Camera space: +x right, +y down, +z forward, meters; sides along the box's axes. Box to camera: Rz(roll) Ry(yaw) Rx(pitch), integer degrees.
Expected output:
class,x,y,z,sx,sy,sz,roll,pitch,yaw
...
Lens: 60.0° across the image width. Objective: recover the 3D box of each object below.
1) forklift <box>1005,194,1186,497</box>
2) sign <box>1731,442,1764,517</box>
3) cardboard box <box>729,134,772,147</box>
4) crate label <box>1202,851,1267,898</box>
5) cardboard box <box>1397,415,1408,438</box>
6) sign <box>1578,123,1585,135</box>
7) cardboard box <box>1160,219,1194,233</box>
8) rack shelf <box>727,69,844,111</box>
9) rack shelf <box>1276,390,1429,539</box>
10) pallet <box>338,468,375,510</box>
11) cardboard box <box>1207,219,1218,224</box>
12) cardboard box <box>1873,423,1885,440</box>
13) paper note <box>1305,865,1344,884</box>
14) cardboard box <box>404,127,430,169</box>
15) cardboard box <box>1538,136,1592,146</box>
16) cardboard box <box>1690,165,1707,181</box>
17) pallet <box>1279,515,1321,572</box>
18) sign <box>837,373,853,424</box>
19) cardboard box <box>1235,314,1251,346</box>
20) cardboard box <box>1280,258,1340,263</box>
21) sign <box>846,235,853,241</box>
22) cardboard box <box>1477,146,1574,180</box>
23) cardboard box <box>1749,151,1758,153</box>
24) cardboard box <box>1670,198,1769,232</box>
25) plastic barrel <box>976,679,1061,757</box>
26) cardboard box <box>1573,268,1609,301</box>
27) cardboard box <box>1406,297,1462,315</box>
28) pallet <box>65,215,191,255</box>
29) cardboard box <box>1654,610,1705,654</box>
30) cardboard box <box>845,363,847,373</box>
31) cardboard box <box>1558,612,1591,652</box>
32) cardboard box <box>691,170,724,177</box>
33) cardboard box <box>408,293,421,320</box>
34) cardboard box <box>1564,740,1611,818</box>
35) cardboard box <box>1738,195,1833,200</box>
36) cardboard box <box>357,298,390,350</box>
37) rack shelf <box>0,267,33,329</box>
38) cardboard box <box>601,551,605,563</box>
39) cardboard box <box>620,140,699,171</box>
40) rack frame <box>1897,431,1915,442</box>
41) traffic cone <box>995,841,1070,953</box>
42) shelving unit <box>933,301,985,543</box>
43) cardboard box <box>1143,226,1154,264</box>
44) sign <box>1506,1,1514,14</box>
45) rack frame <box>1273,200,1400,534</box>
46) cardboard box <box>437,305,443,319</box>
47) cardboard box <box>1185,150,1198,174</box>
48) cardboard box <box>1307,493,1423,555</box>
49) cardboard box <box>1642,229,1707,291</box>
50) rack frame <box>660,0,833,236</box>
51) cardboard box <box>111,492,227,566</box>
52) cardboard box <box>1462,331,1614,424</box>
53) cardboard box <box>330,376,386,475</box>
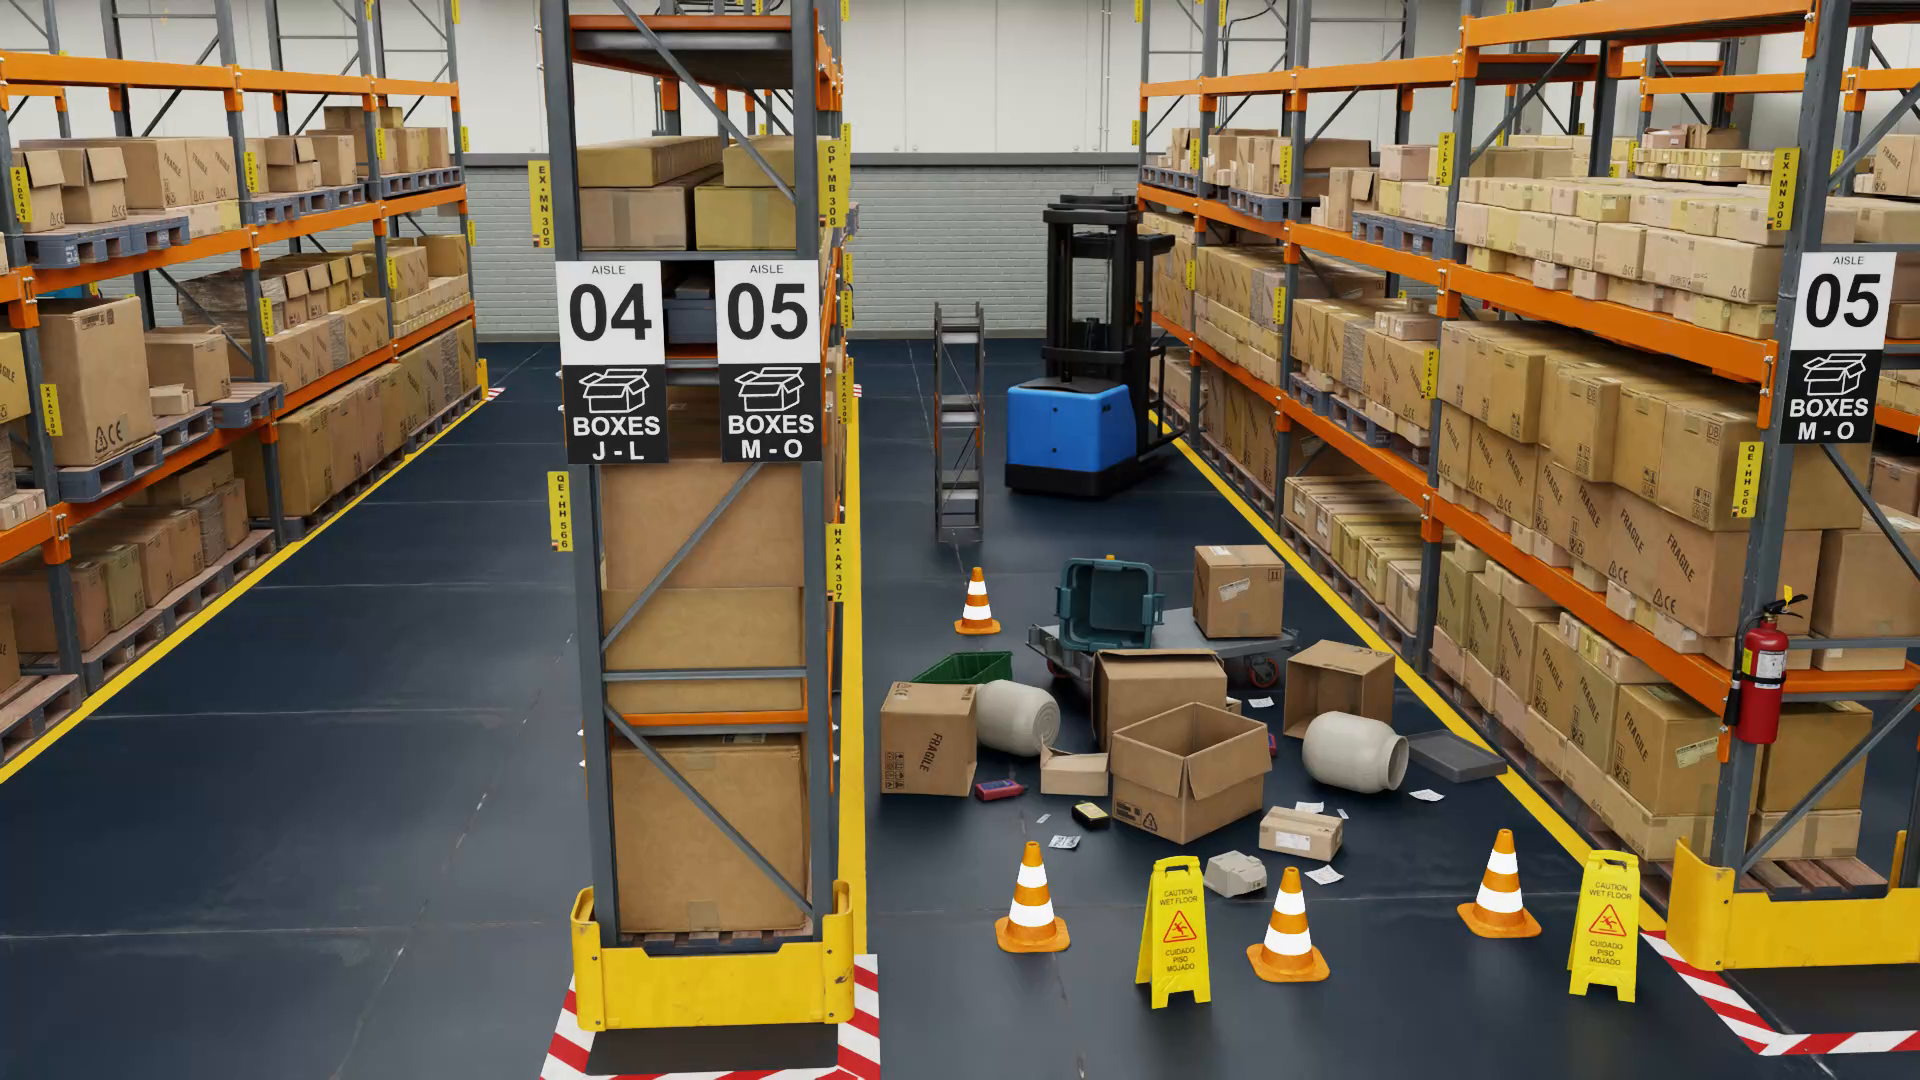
class,x,y,z,sx,sy,sz,roll,pitch,yaw
forklift,1.585,-2.168,17.571,1.130,2.935,3.031,7,16,27
sign,3.334,-0.255,7.038,0.100,0.325,0.005,-1,14,-3
cardboard box,-1.826,-3.401,14.468,0.396,0.266,0.258,-1,14,-3
crate label,1.377,1.662,8.292,0.250,0.136,0.298,-9,17,-32
cardboard box,3.335,-0.810,11.818,0.380,0.149,0.250,-1,14,-5
sign,8.407,-5.486,22.533,0.100,0.325,0.005,-1,14,-3
cardboard box,2.697,-3.891,20.622,0.380,0.149,0.250,-1,14,-5
rack shelf,-1.665,-4.293,15.899,1.077,0.370,4.000,-1,14,-3
rack shelf,3.517,-0.688,13.125,1.077,0.370,4.000,-1,14,-3
pallet,-6.544,-0.530,16.664,1.003,0.211,1.213,-1,14,-3
cardboard box,3.251,-3.902,20.664,0.380,0.149,0.250,0,14,-2
cardboard box,8.626,-1.053,15.971,0.380,0.149,0.250,0,14,-1
paper note,1.843,1.689,8.400,0.148,0.019,0.142,-6,16,-23
cardboard box,-6.993,-4.853,20.605,0.700,0.500,0.500,-1,14,-5
cardboard box,7.686,-5.002,21.127,0.500,0.250,0.500,-1,14,-4
cardboard box,7.793,-3.791,17.183,0.380,0.149,0.250,-1,14,-2
pallet,3.440,0.011,14.561,1.003,0.211,1.213,-1,14,-3
sign,-0.739,-0.904,10.625,0.100,0.325,0.005,-1,14,-3
cardboard box,3.022,-2.074,16.367,0.500,0.250,0.500,-1,14,-5
cardboard box,3.522,-2.571,16.791,0.500,0.500,0.500,-1,14,-3
sign,-1.482,-4.139,22.137,0.100,0.325,0.005,-1,14,-3
cardboard box,3.964,-2.640,11.703,0.500,0.250,0.500,-1,14,-5
cardboard box,8.263,-3.938,17.157,0.380,0.149,0.250,-1,14,-3
cardboard box,3.597,-1.533,7.849,0.380,0.149,0.250,-1,14,-3
plastic barrel,0.308,1.068,10.024,0.512,0.421,0.421,10,18,35
cardboard box,3.448,-1.341,8.703,0.380,0.149,0.250,-1,14,-4
cardboard box,3.776,-1.841,13.221,0.380,0.149,0.250,-2,15,-6
pallet,-6.249,-2.161,11.763,1.213,0.211,1.003,-1,14,-3
cardboard box,3.526,0.426,7.854,0.380,0.149,0.250,-1,14,-4
cardboard box,-1.625,-2.148,21.040,0.380,0.149,0.250,0,14,-1
cardboard box,3.462,0.493,8.959,0.380,0.149,0.250,0,14,-1
cardboard box,-1.446,-1.711,8.297,0.500,0.250,0.500,-1,14,-3
cardboard box,-6.539,-2.692,19.173,0.500,0.250,0.500,-1,14,-4
cardboard box,3.546,1.258,8.793,0.500,0.250,0.500,-1,14,-3
cardboard box,4.033,-1.602,8.118,0.380,0.149,0.250,-1,14,-4
cardboard box,-6.444,-2.312,17.792,0.500,0.500,0.500,-1,14,-3
rack shelf,-6.126,-0.993,8.290,1.077,0.370,4.000,-1,14,-3
cardboard box,-1.170,0.256,7.709,0.875,0.550,0.550,-1,14,-3
cardboard box,-1.516,-1.932,8.358,0.380,0.149,0.250,-1,14,-4
rack frame,8.347,-1.612,15.270,1.000,3.000,0.127,-1,14,-3
traffic cone,0.339,1.632,7.756,0.336,0.463,0.334,-1,14,-3
shelving unit,-0.010,-1.058,14.925,0.431,2.100,0.503,-1,14,-3
cardboard box,2.682,-3.804,21.584,0.500,0.500,0.500,-1,14,-5
sign,7.310,-6.989,22.097,0.100,0.325,0.005,-1,14,-3
rack frame,3.393,-1.534,14.969,1.000,3.000,0.127,-1,14,-3
cardboard box,-6.548,-2.785,20.336,0.380,0.149,0.250,-1,14,-2
cardboard box,2.786,-4.322,19.011,0.396,0.266,0.258,0,14,-2
cardboard box,3.472,-0.141,13.984,0.950,0.372,0.625,-1,14,-5
cardboard box,3.572,-1.317,7.809,0.500,0.250,0.500,-1,14,-4
rack frame,-1.293,-3.343,9.960,1.000,3.000,0.127,-1,14,-3
cardboard box,-6.389,-0.079,13.449,0.700,0.500,0.500,-2,15,-8
cardboard box,3.462,-0.976,9.995,0.700,0.500,0.500,-1,14,-3
cardboard box,-6.630,-1.169,16.972,1.225,0.875,0.875,-1,14,-5
